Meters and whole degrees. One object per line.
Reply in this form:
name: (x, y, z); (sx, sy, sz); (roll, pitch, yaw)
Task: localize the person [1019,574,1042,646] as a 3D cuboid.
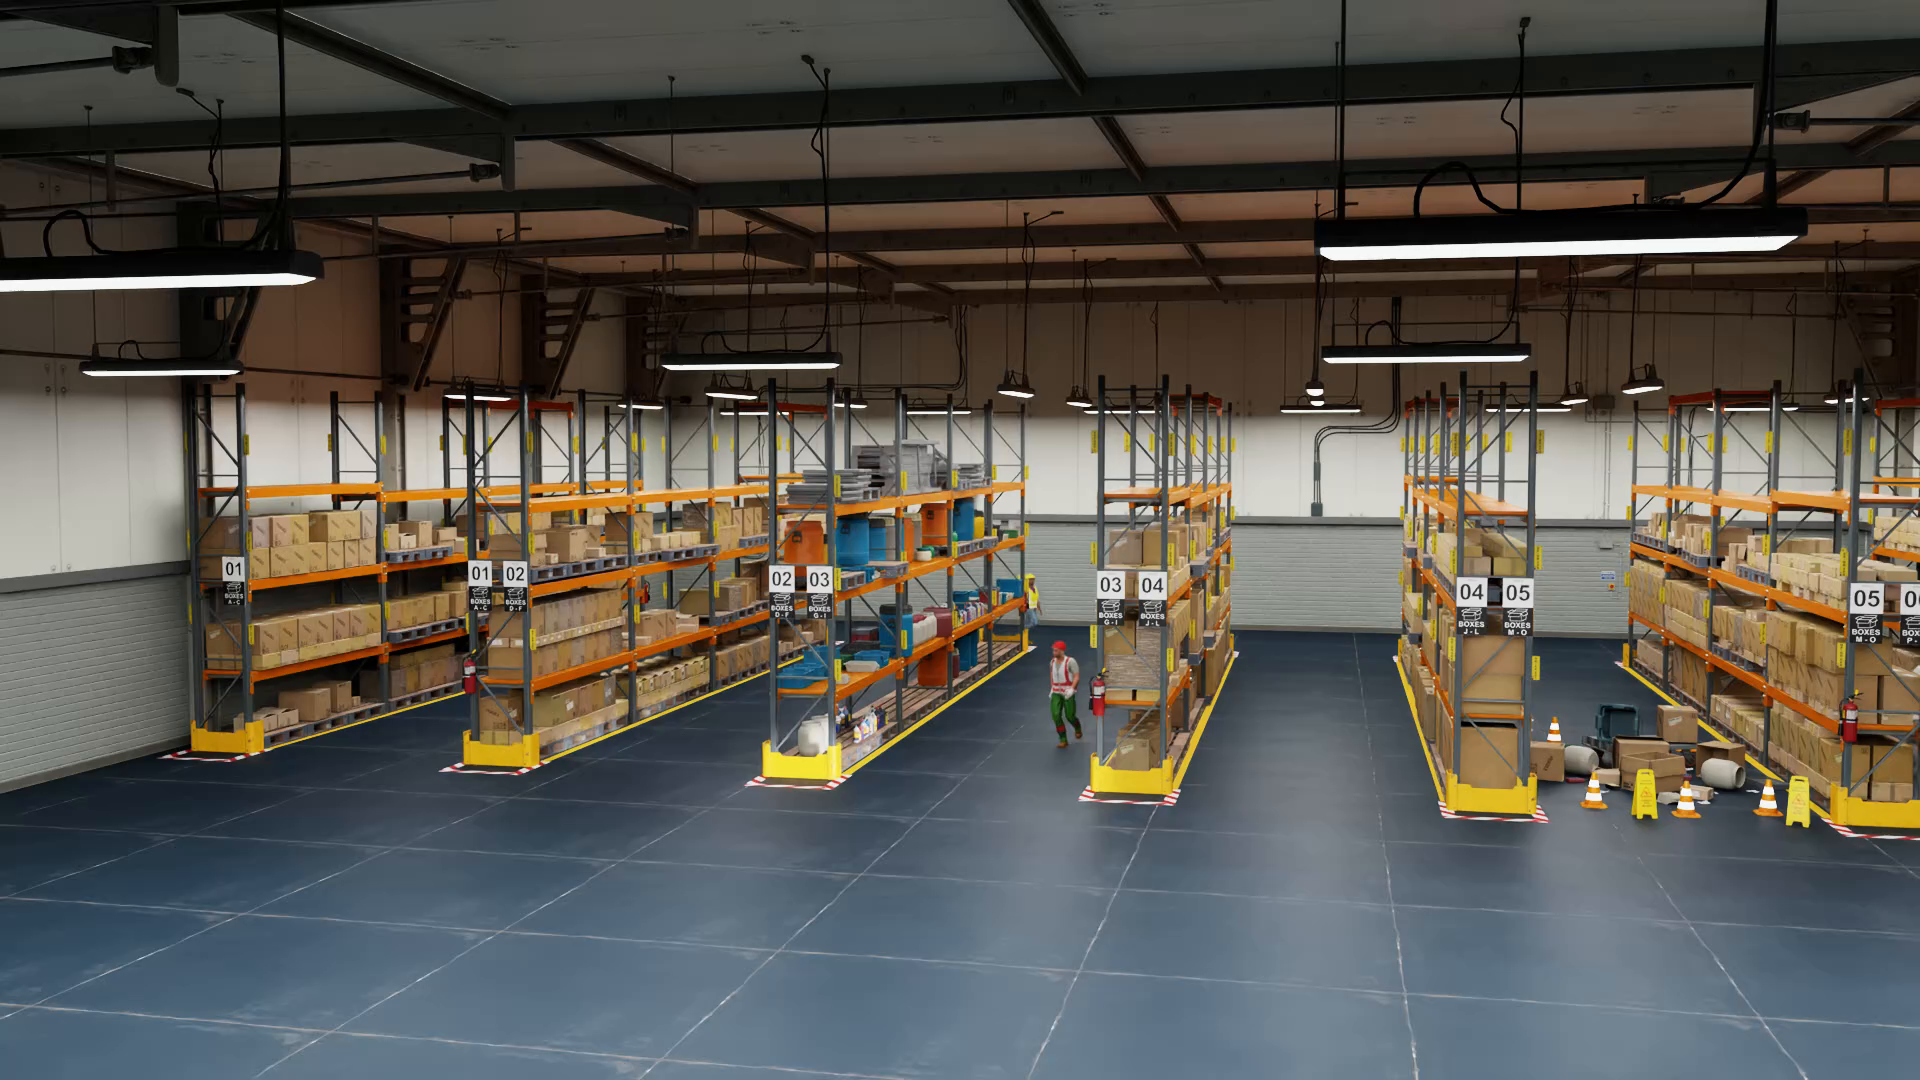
person: (1.763, 1.745, 41.584); (0.517, 1.804, 0.559); (2, 4, 28)

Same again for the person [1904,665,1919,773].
person: (14.606, 2.734, 25.195); (0.589, 1.666, 0.741); (1, 3, 15)

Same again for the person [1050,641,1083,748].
person: (1.745, 2.547, 27.670); (0.586, 1.756, 0.678); (2, 4, 29)
